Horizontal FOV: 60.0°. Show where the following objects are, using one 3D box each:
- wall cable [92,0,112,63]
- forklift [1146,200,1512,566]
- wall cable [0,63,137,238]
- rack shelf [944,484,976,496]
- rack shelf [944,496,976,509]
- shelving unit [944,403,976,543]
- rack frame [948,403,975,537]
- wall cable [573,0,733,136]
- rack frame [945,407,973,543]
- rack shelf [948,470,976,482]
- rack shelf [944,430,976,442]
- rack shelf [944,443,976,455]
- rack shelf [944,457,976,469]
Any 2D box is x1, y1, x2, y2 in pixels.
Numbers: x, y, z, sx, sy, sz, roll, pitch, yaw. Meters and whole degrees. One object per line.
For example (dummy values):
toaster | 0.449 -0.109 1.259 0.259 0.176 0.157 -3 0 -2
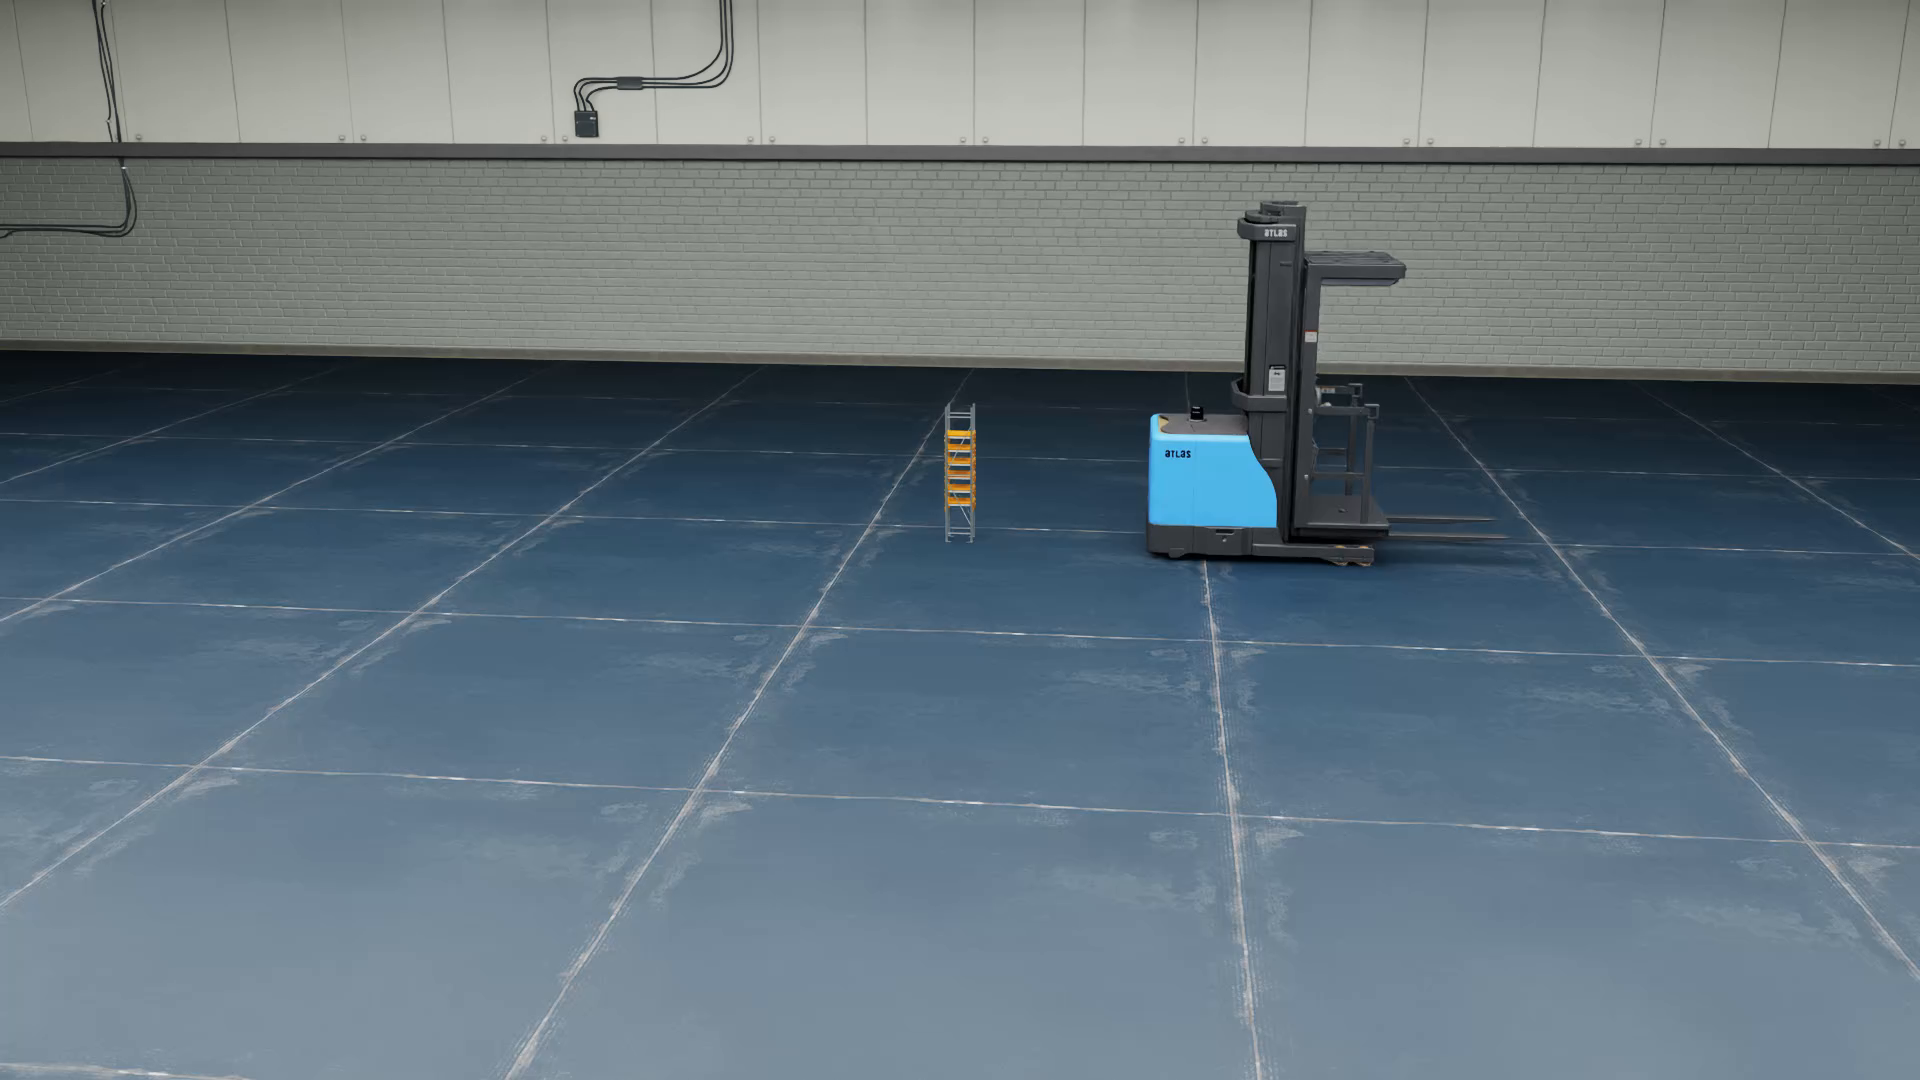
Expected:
wall cable | -11.024 -8.075 23.559 3.097 2.526 0.112 2 15 6
forklift | 3.135 -1.342 14.008 3.031 2.935 1.130 1 15 5
wall cable | -13.712 -5.717 24.512 3.097 2.526 0.112 2 15 6
rack shelf | 0.002 -0.424 14.562 0.258 0.103 0.180 2 15 6
rack shelf | 0.002 -0.308 14.594 0.258 0.103 0.180 2 15 6
shelving unit | 0.002 -0.583 14.519 0.258 1.200 0.189 2 15 6
rack frame | 0.012 -0.607 14.607 0.240 1.200 0.006 2 15 6
wall cable | -4.281 -8.574 22.614 2.305 6.003 0.169 2 15 6
rack frame | -0.009 -0.559 14.432 0.240 1.200 0.006 2 15 6
rack shelf | 0.002 -0.540 14.531 0.258 0.103 0.180 2 15 6
rack shelf | 0.002 -0.888 14.437 0.258 0.103 0.180 2 15 6
rack shelf | 0.002 -0.772 14.468 0.258 0.103 0.180 2 15 6
rack shelf | 0.002 -0.656 14.500 0.258 0.103 0.180 2 15 6
